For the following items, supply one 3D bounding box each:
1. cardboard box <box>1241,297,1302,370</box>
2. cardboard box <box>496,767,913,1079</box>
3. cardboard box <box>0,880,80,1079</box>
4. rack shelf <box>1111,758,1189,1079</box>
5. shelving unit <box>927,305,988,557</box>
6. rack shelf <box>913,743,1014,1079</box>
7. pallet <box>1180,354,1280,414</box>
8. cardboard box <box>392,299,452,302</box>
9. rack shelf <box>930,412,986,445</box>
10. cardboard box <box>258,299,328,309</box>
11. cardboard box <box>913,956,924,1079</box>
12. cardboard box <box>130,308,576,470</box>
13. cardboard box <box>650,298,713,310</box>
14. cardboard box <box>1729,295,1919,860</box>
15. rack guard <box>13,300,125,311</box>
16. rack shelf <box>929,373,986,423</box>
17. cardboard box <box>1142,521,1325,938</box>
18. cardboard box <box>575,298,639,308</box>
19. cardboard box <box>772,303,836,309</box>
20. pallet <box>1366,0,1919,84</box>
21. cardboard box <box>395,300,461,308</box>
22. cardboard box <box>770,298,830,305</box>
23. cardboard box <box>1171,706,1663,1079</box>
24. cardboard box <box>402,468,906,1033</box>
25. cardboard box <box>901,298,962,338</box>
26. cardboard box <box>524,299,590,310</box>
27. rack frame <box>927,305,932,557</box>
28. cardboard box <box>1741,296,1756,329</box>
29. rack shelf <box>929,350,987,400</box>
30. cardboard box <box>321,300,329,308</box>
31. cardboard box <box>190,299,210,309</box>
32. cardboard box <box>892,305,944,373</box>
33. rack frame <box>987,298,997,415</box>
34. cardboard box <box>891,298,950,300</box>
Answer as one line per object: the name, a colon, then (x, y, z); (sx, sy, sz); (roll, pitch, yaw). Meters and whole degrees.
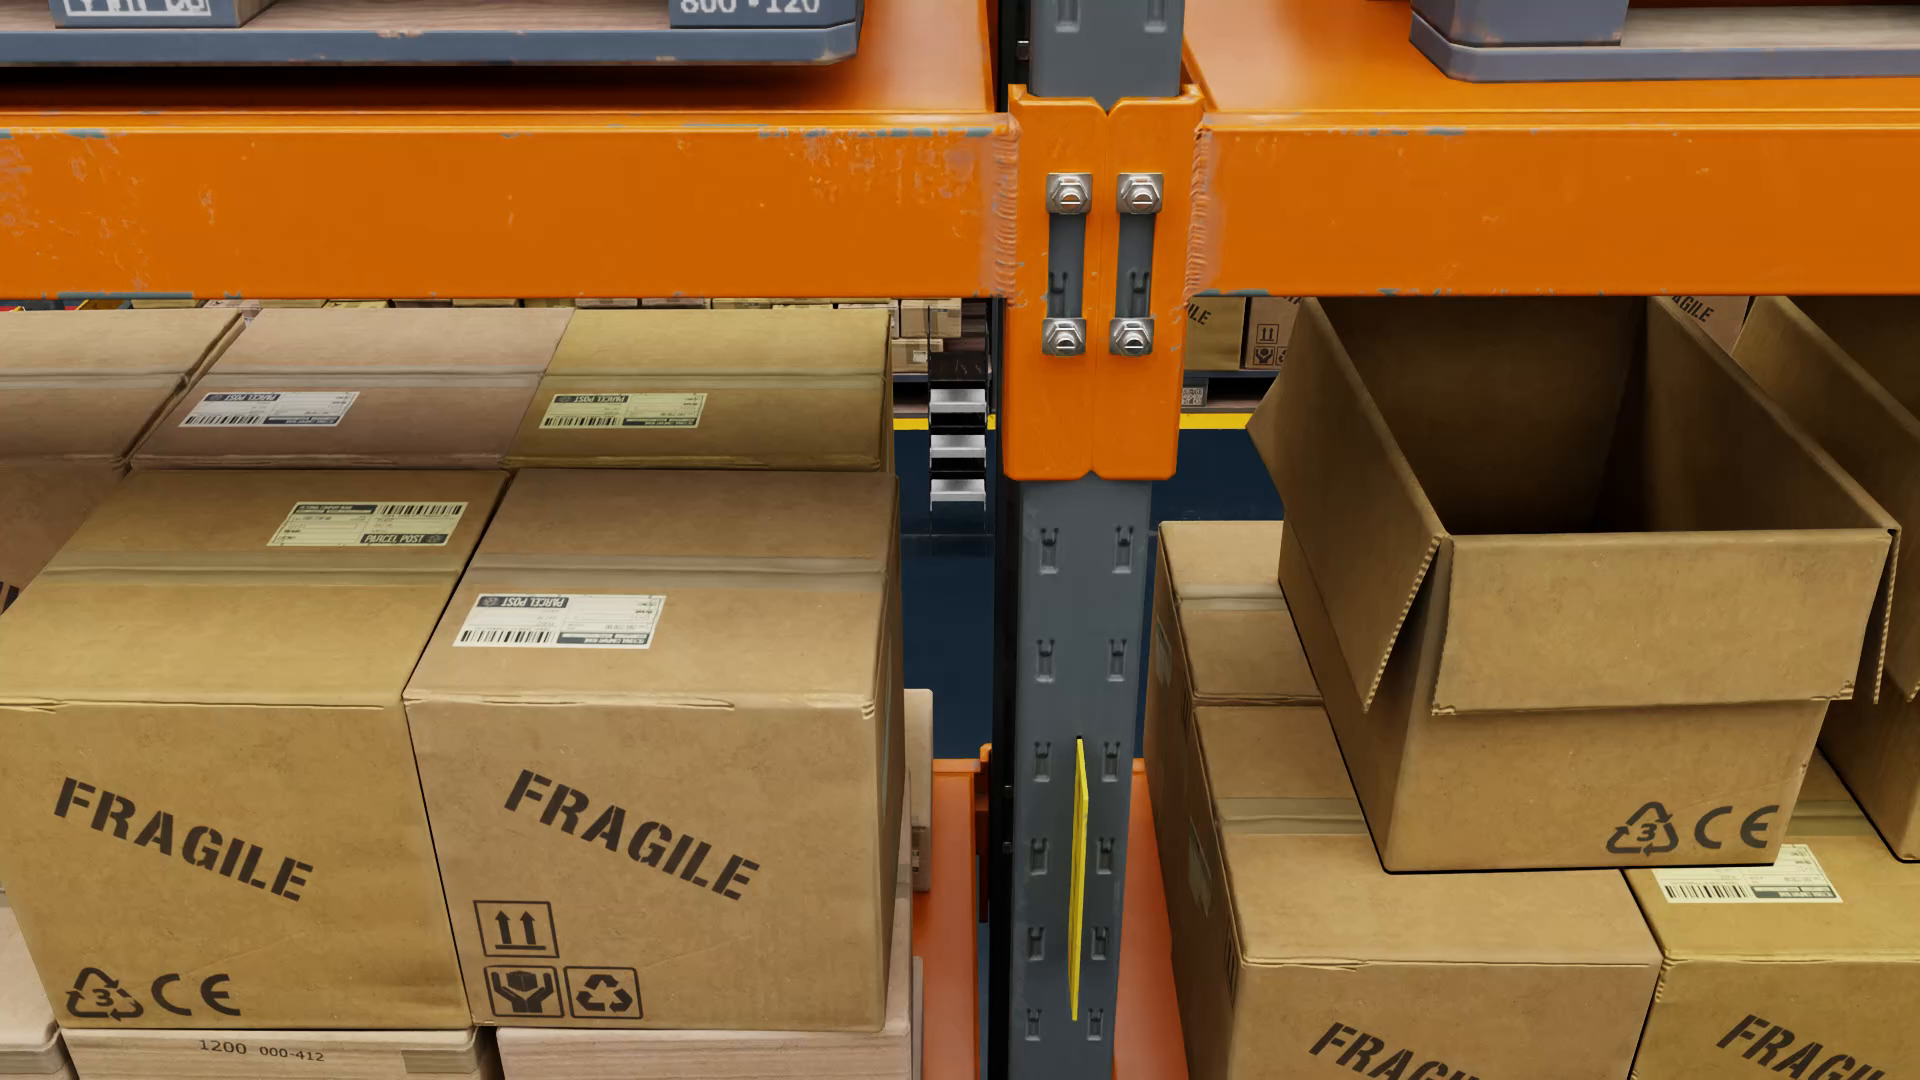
cardboard box: (1.464, -1.058, 7.108); (0.500, 0.500, 0.500); (1, 31, 2)
cardboard box: (-0.316, 0.567, 2.281); (0.500, 0.250, 0.500); (-1, 31, -1)
cardboard box: (-1.344, 0.572, 2.273); (0.500, 0.250, 0.500); (0, 31, 1)
rack shelf: (2.124, 0.794, 2.743); (4.000, 0.370, 1.077); (0, 31, 0)
shelving unit: (-0.008, -0.385, 6.017); (0.210, 0.900, 0.258); (0, 31, 0)
rack shelf: (-1.876, 0.807, 2.722); (4.000, 0.370, 1.077); (0, 31, 0)
pallet: (0.973, -0.891, 7.515); (1.213, 0.211, 1.003); (0, 31, 0)
cardboard box: (-2.227, -1.145, 7.016); (0.250, 0.149, 0.380); (1, 31, 2)
rack shelf: (-0.008, -0.433, 5.987); (0.200, 0.077, 0.258); (0, 31, 0)
cardboard box: (-2.752, -1.106, 6.951); (0.250, 0.149, 0.380); (0, 31, 0)
cardboard box: (-0.179, 0.771, 2.329); (0.250, 0.149, 0.380); (0, 31, 0)
cardboard box: (-0.849, -0.024, 2.533); (0.500, 0.500, 0.500); (0, 31, 0)
cardboard box: (-1.163, -1.024, 7.103); (0.250, 0.149, 0.380); (1, 31, 1)
cardboard box: (1.449, 0.019, 2.264); (0.637, 0.503, 0.797); (0, 31, 0)
rack guard: (-3.729, -0.999, 7.415); (0.348, 0.500, 1.175); (0, 31, 0)
rack shelf: (-0.008, -0.510, 5.940); (0.200, 0.077, 0.258); (0, 31, 0)
cardboard box: (0.590, 0.307, 2.756); (0.500, 0.500, 0.500); (0, 31, 0)
cardboard box: (-1.463, -1.117, 6.969); (0.250, 0.149, 0.380); (-1, 31, -2)
cardboard box: (-0.657, -0.985, 7.038); (0.250, 0.149, 0.380); (-1, 31, -2)
pallet: (1.040, -0.736, 1.864); (1.217, 0.209, 0.805); (-1, 31, -2)
cardboard box: (-2.239, -1.037, 7.124); (0.250, 0.149, 0.380); (-2, 31, -3)
cardboard box: (-0.664, -1.133, 6.996); (0.250, 0.149, 0.380); (0, 31, -1)
cardboard box: (0.585, 0.578, 2.309); (0.500, 0.500, 0.500); (0, 31, 0)
cardboard box: (-0.334, 0.249, 2.082); (0.500, 0.500, 0.500); (1, 31, 1)
cardboard box: (-0.118, -1.002, 7.067); (0.250, 0.149, 0.380); (0, 31, 1)
cardboard box: (-1.698, -1.055, 7.154); (0.250, 0.149, 0.380); (1, 31, 2)
rack frame: (-0.110, -0.384, 6.016); (0.006, 0.900, 0.240); (0, 31, 0)
cardboard box: (3.538, -1.066, 7.120); (0.500, 0.500, 0.500); (0, 31, -1)
rack shelf: (-0.008, -0.587, 5.894); (0.200, 0.077, 0.258); (0, 31, 0)
cardboard box: (-2.761, -1.042, 7.133); (0.250, 0.149, 0.380); (0, 31, 0)
cardboard box: (-3.280, -1.024, 7.103); (0.250, 0.149, 0.380); (1, 31, 2)
cardboard box: (-0.195, -0.863, 7.124); (0.250, 0.149, 0.380); (0, 31, 0)
rack frame: (0.195, -2.080, 6.787); (0.127, 3.000, 1.000); (0, 31, 0)
cardboard box: (-0.159, -1.159, 7.039); (0.250, 0.149, 0.380); (1, 31, 1)
